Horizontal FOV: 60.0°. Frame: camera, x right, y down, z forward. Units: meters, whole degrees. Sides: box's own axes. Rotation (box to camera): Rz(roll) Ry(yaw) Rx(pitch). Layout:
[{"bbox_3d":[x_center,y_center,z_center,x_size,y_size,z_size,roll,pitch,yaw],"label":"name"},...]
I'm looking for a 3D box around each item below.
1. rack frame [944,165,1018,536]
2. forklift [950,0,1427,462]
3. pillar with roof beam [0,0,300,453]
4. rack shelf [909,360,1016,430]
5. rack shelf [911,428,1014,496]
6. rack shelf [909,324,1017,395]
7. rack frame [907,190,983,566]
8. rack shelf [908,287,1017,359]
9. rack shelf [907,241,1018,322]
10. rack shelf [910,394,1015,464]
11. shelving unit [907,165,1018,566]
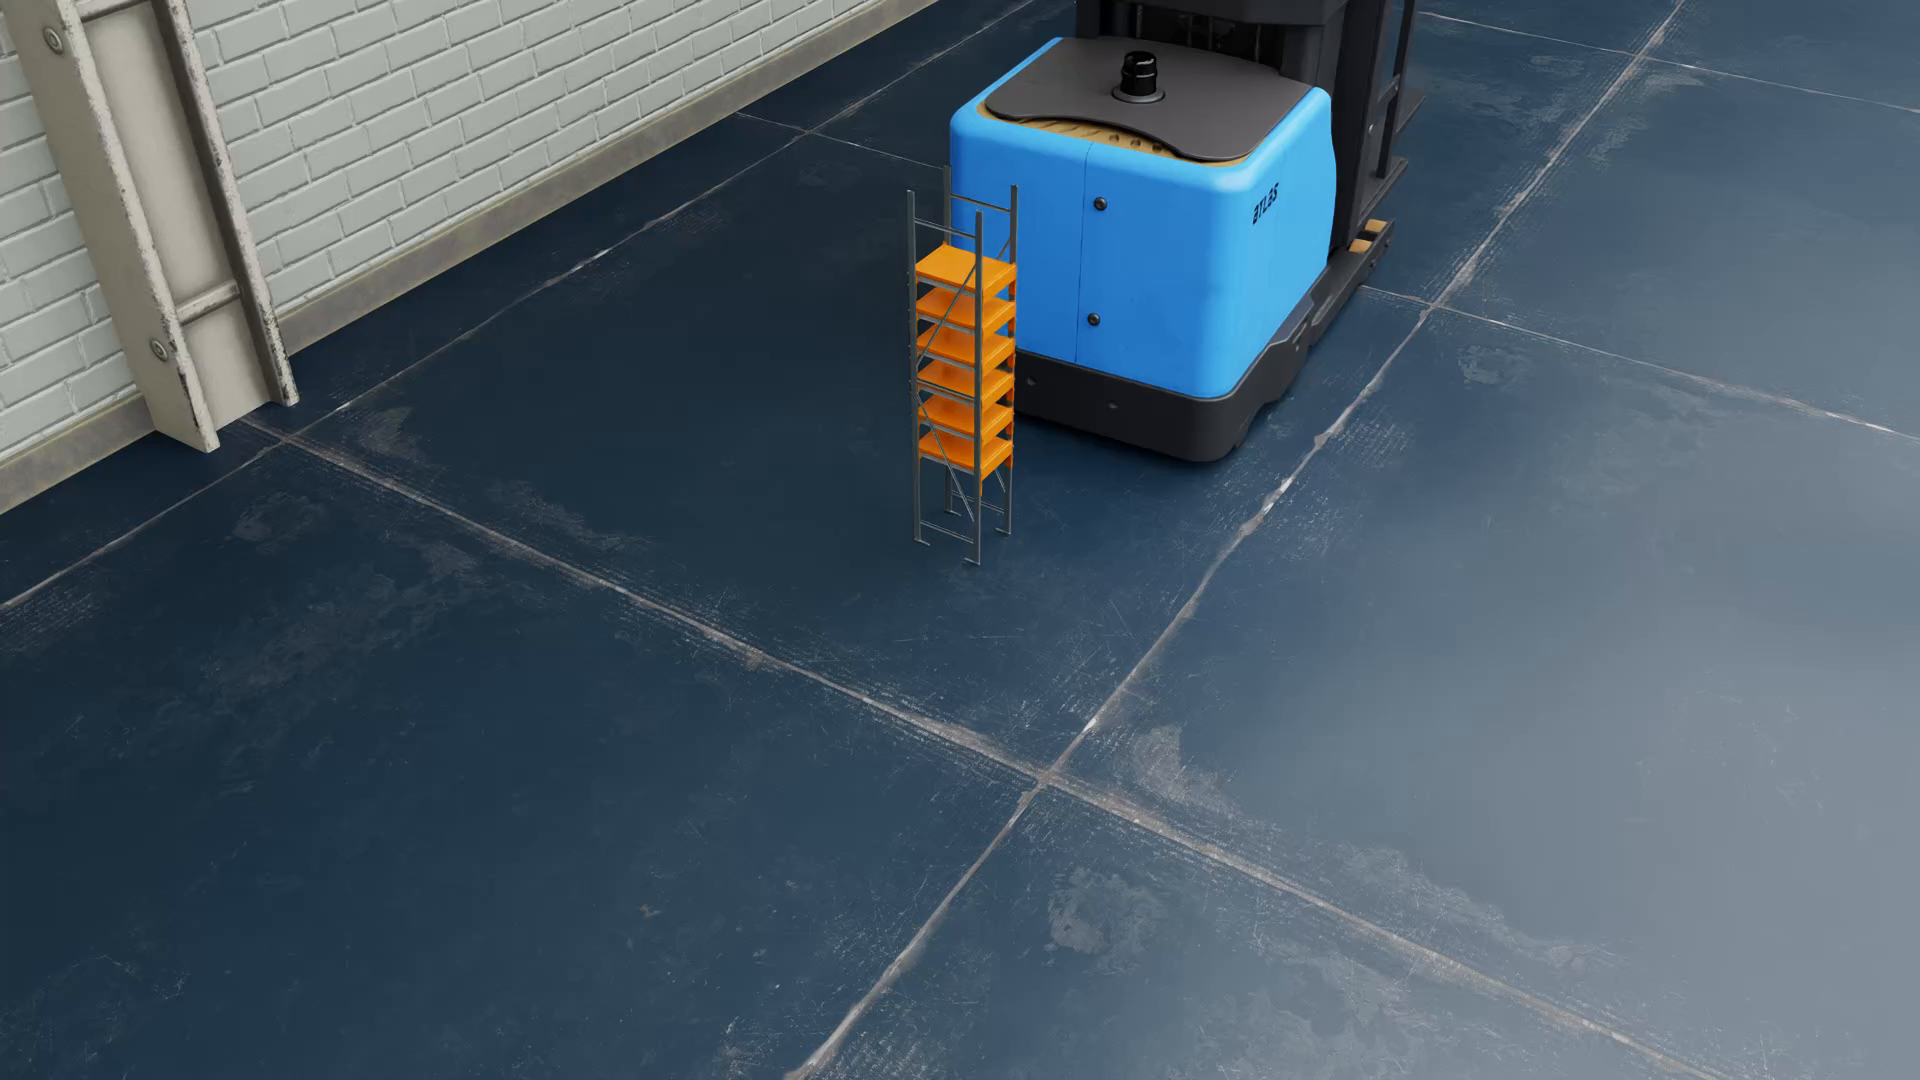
[{"bbox_3d":[0.057,-0.530,4.955,0.240,1.200,0.006,21,42,25],"label":"rack frame"},{"bbox_3d":[1.094,-2.301,5.834,1.130,2.935,3.031,18,41,22],"label":"forklift"},{"bbox_3d":[1.062,-2.601,1.254,9.100,9.000,0.400,21,42,25],"label":"pillar with roof beam"},{"bbox_3d":[0.008,-0.447,4.920,0.258,0.103,0.180,21,42,25],"label":"rack shelf"},{"bbox_3d":[0.008,-0.257,5.067,0.258,0.103,0.180,21,42,25],"label":"rack shelf"},{"bbox_3d":[0.008,-0.543,4.847,0.258,0.103,0.180,21,42,25],"label":"rack shelf"},{"bbox_3d":[-0.041,-0.435,4.832,0.240,1.200,0.006,21,42,25],"label":"rack frame"},{"bbox_3d":[0.008,-0.638,4.774,0.258,0.103,0.180,21,42,25],"label":"rack shelf"},{"bbox_3d":[0.008,-0.733,4.701,0.258,0.103,0.180,21,42,25],"label":"rack shelf"},{"bbox_3d":[0.008,-0.352,4.994,0.258,0.103,0.180,21,42,25],"label":"rack shelf"},{"bbox_3d":[0.008,-0.483,4.893,0.258,1.200,0.189,21,42,25],"label":"shelving unit"}]
